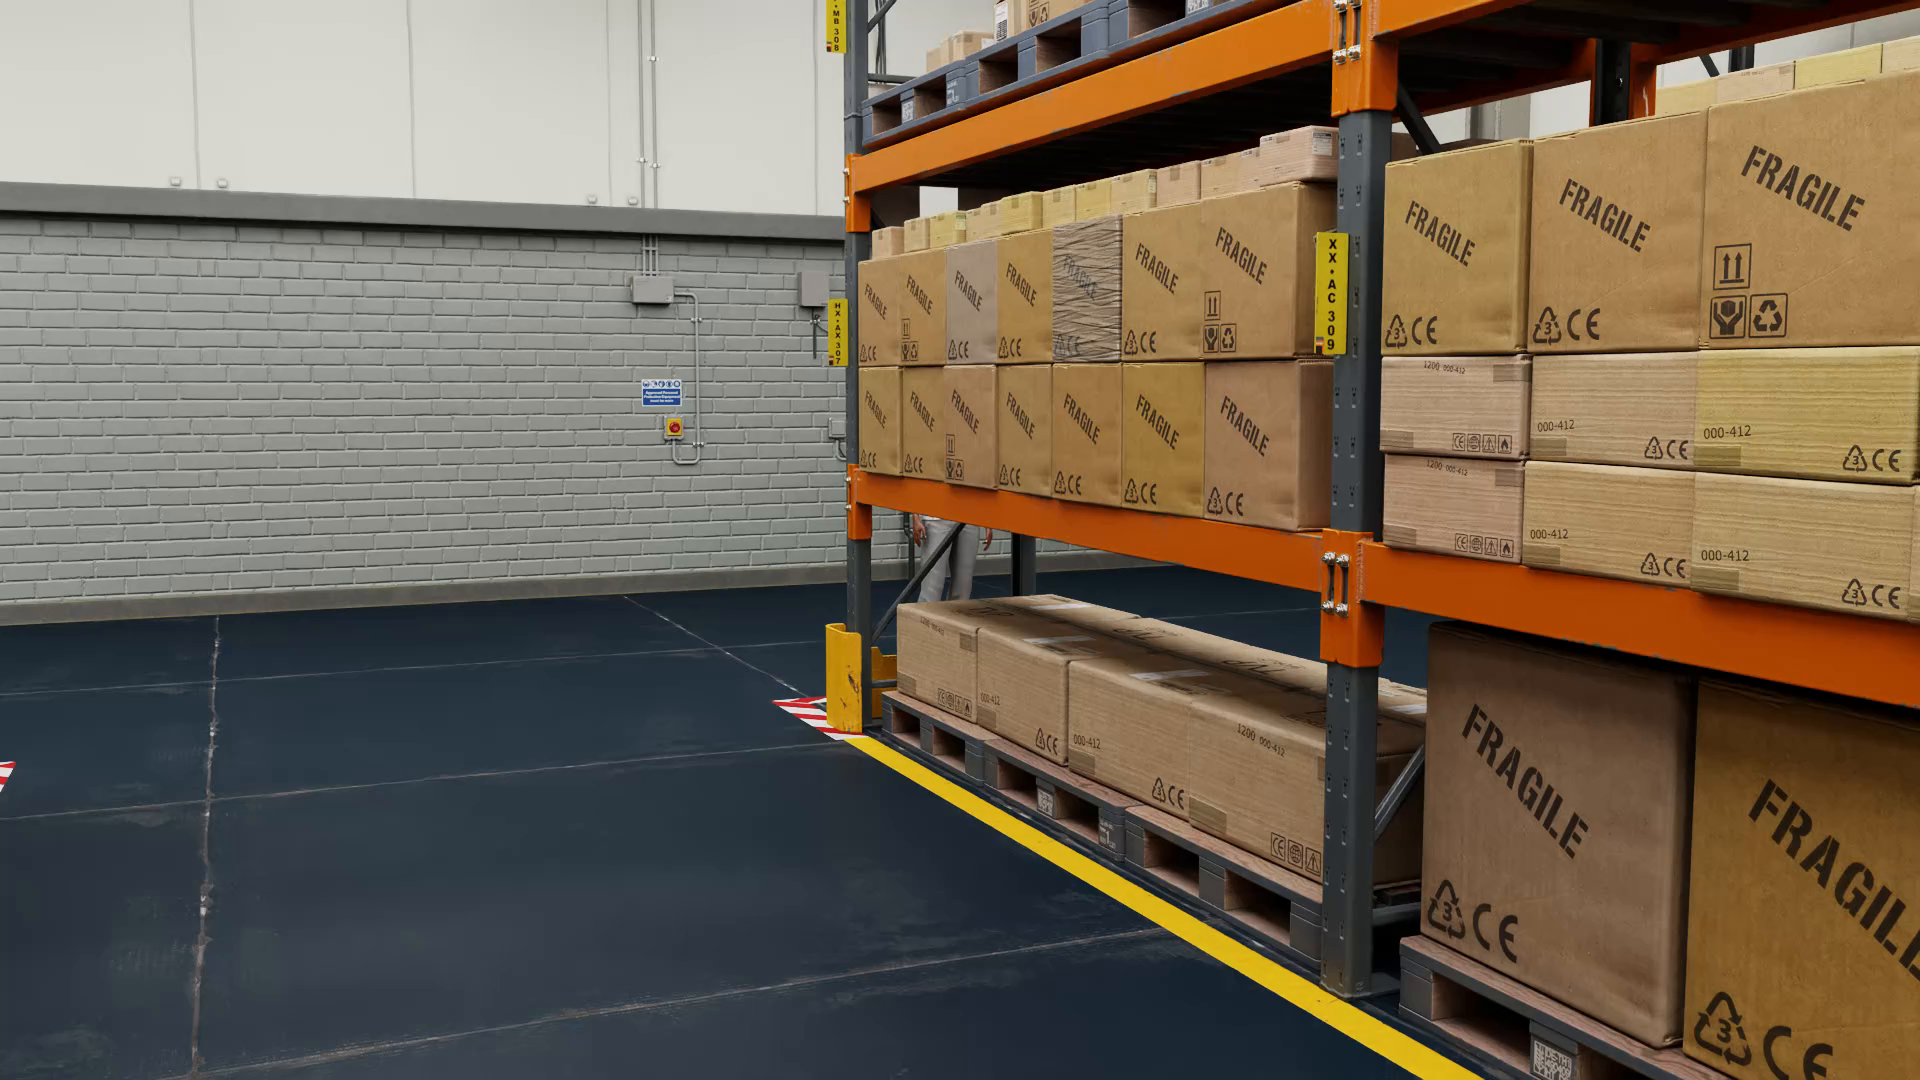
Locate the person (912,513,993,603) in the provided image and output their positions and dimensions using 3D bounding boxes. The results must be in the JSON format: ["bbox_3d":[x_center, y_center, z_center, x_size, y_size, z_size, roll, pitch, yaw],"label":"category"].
[{"bbox_3d":[-0.043,-0.092,10.203,0.569,1.692,0.529,-2,6,-24],"label":"person"}]
